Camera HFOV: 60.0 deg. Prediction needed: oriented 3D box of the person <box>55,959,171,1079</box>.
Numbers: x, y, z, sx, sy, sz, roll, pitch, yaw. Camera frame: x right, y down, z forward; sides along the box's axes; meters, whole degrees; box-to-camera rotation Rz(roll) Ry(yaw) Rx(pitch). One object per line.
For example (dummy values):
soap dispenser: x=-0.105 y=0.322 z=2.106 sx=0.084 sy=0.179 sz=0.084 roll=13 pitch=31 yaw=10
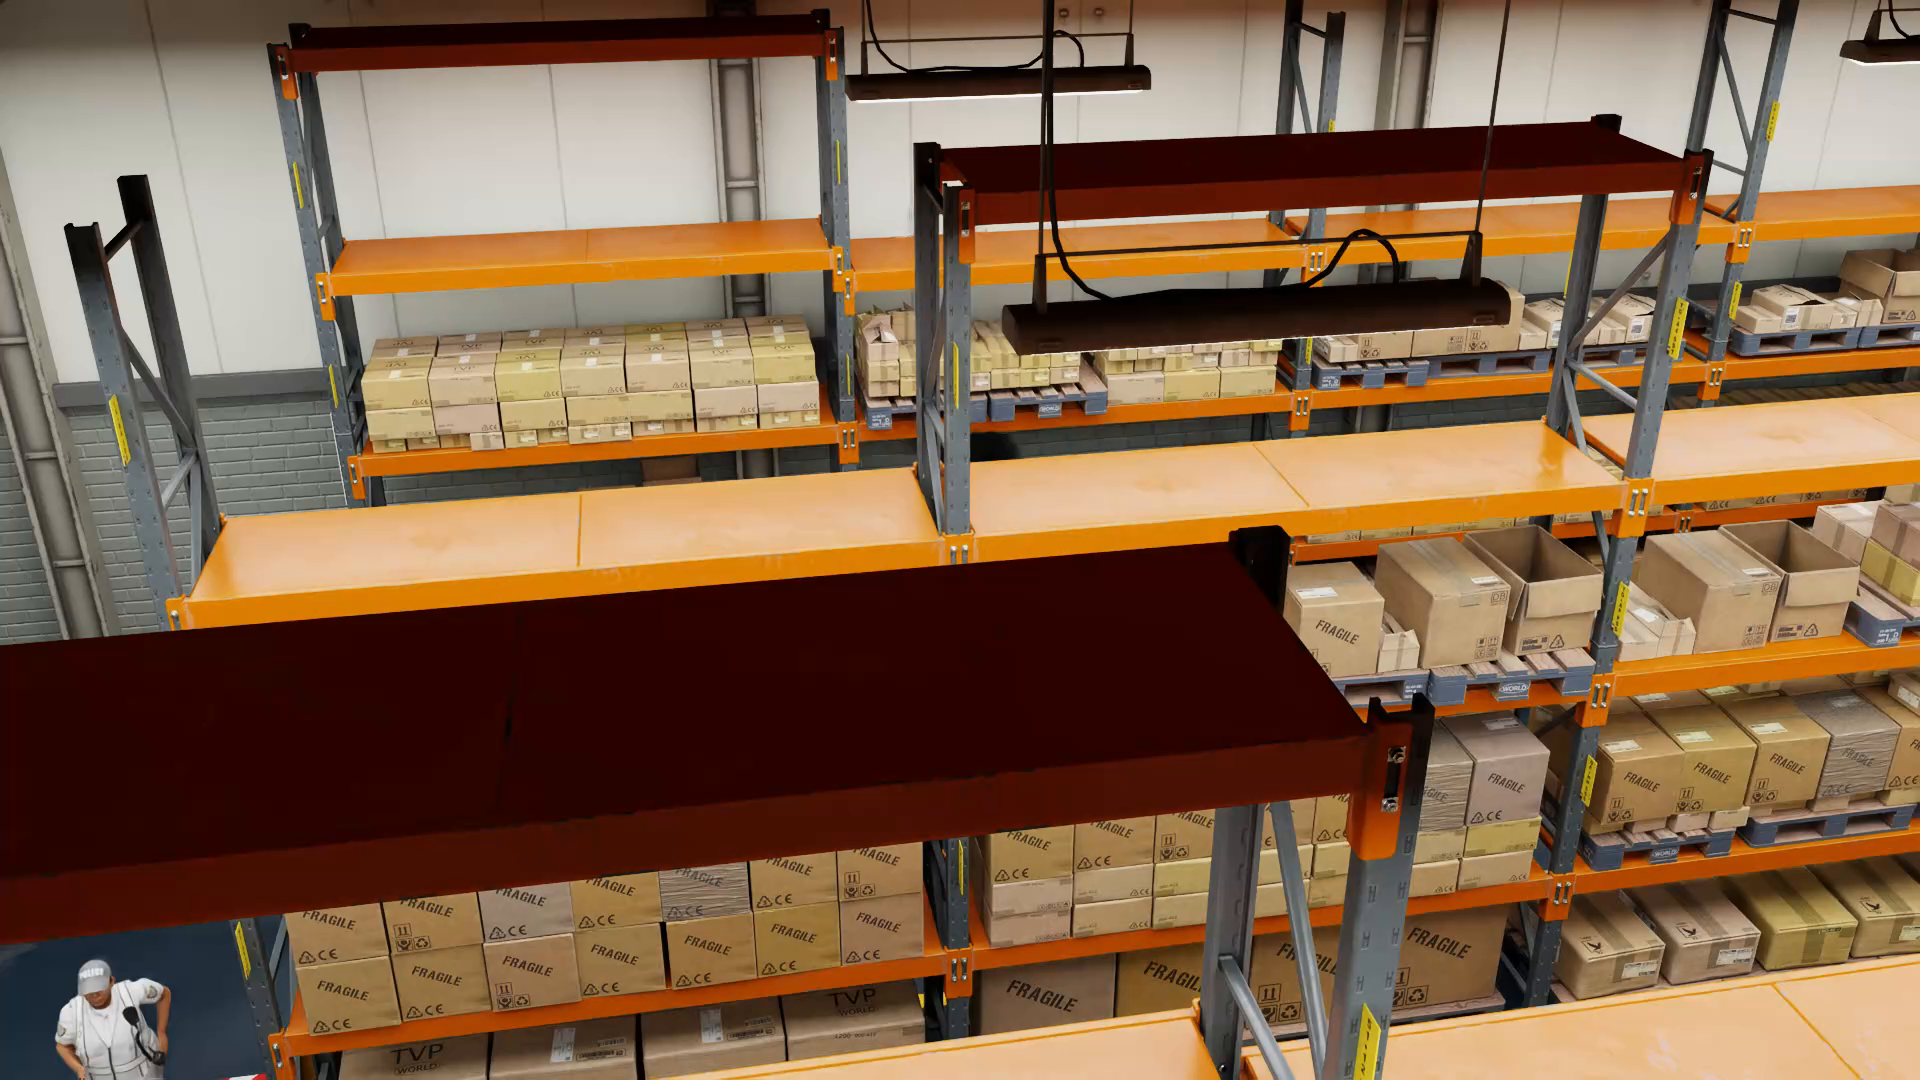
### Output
person: x=-4.961 y=3.176 z=9.866 sx=0.590 sy=1.716 sz=0.730 roll=-6 pitch=26 yaw=-12
